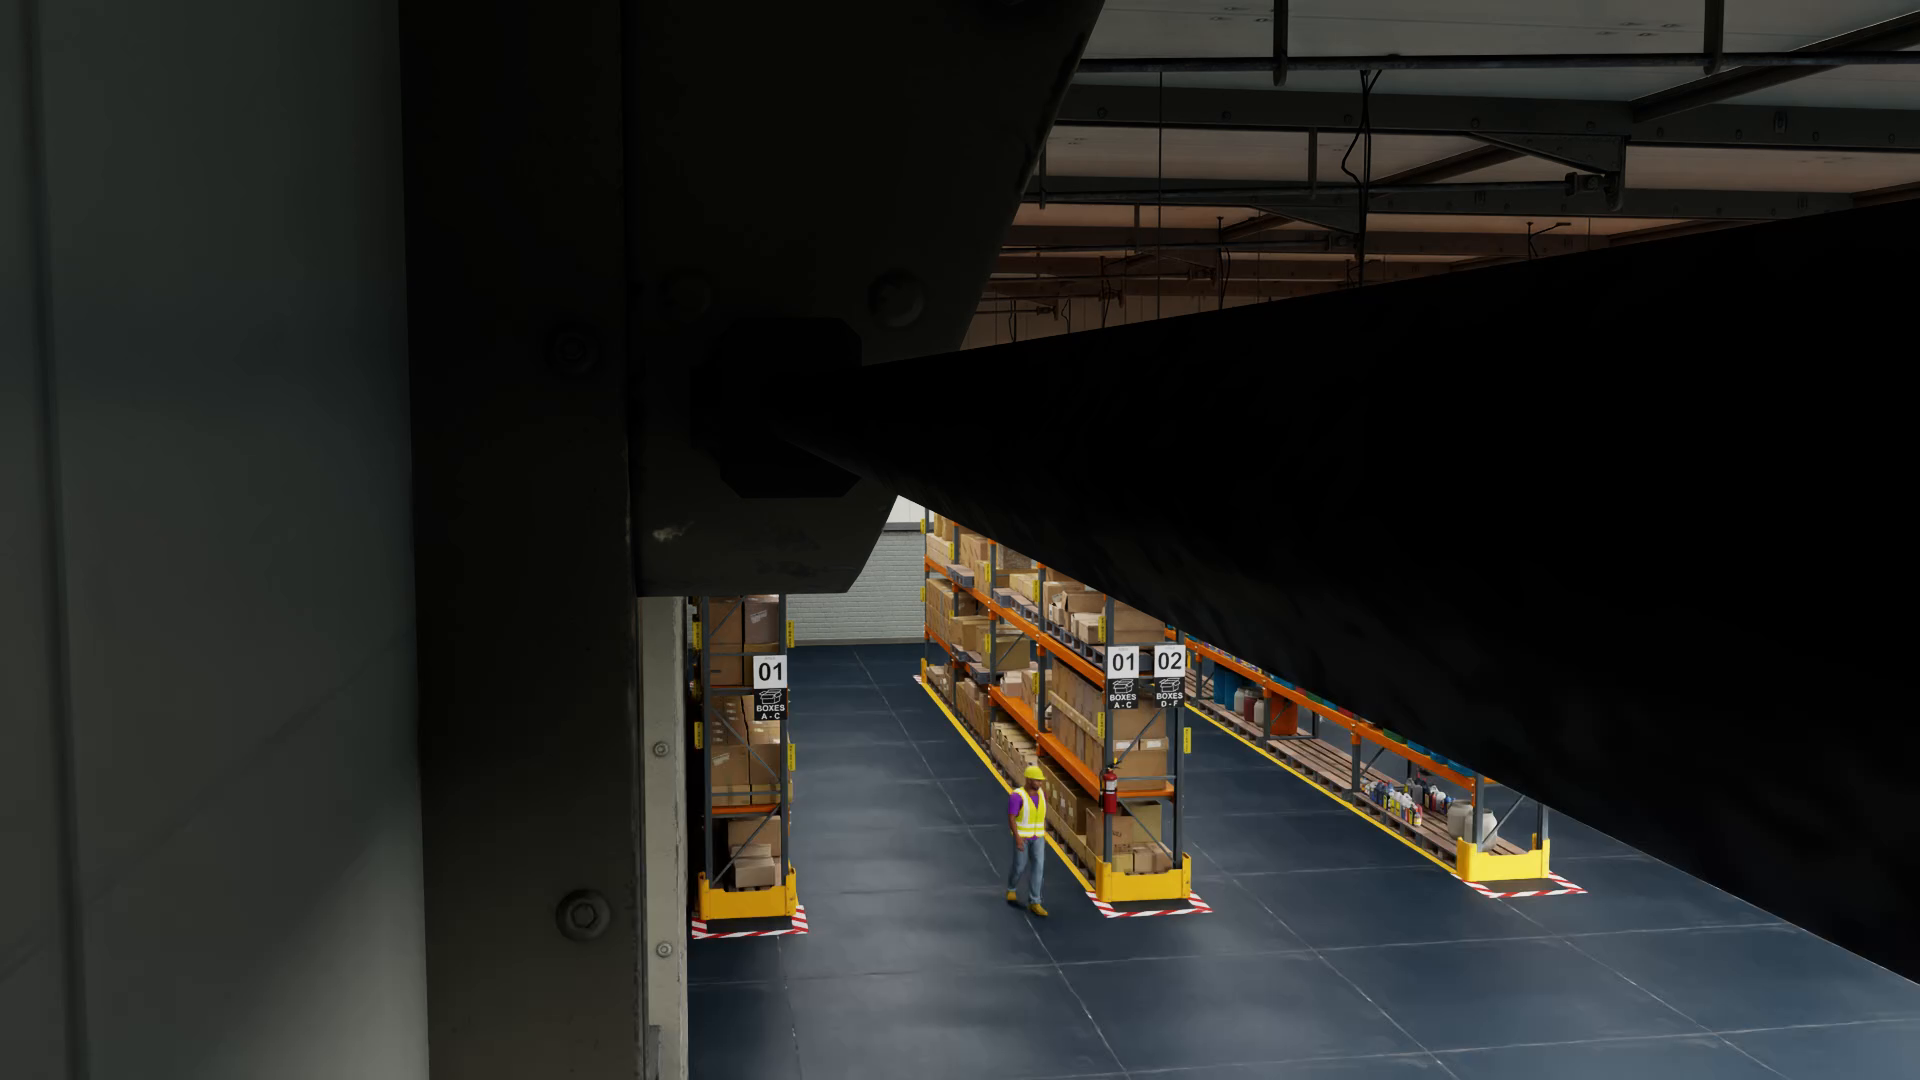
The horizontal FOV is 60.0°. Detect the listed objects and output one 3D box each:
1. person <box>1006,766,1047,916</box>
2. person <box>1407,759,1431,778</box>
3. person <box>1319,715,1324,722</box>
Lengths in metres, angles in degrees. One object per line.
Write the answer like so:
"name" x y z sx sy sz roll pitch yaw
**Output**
"person" 0.869 3.669 20.497 0.656 1.756 0.800 -3 6 -35
"person" 7.438 3.071 27.224 0.571 1.709 0.465 1 5 8
"person" 6.968 2.709 32.129 0.432 1.552 0.903 0 5 1
